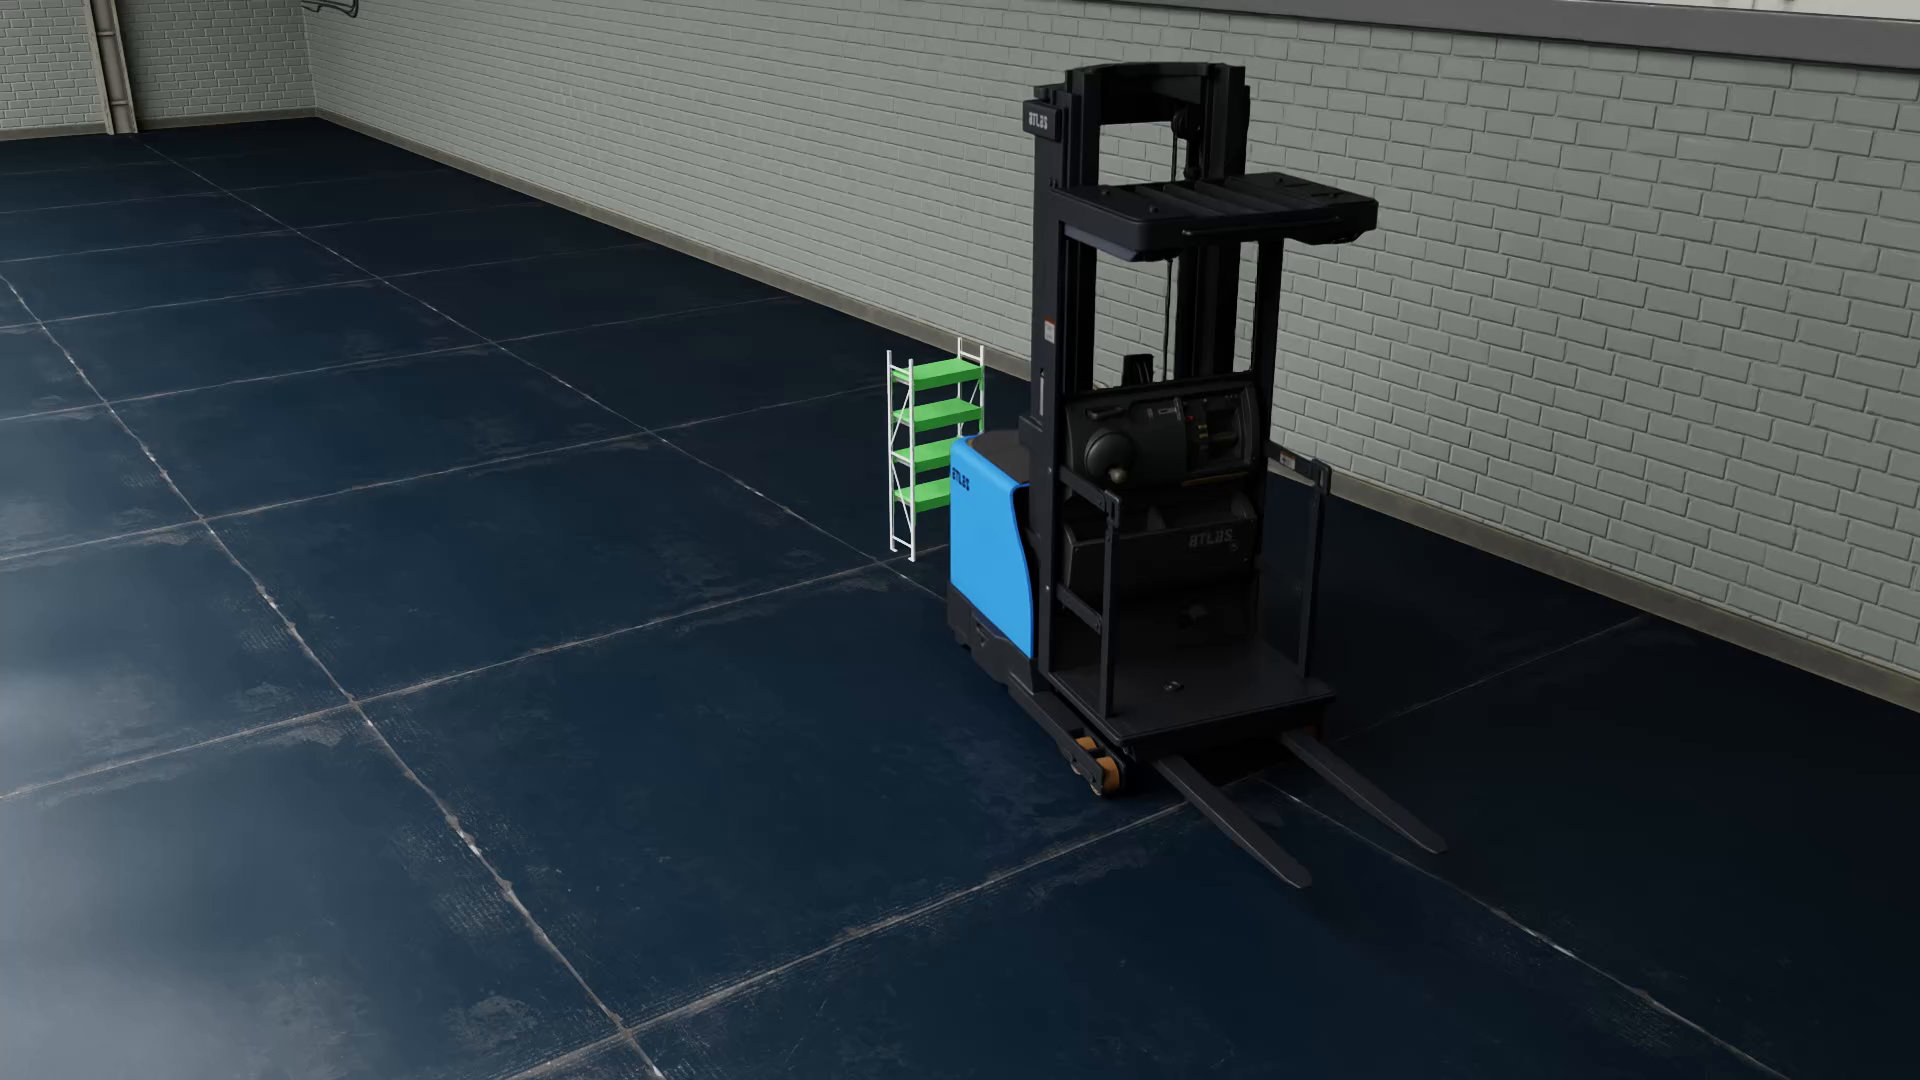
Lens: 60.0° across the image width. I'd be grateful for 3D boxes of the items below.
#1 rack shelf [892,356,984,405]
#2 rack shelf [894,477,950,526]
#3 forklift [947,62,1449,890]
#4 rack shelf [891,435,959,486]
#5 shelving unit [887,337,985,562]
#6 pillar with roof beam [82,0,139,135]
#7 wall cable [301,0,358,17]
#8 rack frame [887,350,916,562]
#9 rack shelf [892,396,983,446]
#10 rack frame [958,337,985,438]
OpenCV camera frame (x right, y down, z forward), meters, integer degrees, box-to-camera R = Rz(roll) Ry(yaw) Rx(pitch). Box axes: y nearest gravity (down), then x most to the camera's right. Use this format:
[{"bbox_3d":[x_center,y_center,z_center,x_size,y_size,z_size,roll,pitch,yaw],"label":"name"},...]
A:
[{"bbox_3d":[-0.134,-0.908,9.430,0.480,0.148,0.258,-15,26,-33],"label":"rack shelf"},{"bbox_3d":[-0.134,-0.239,9.697,0.480,0.148,0.258,-15,26,-33],"label":"rack shelf"},{"bbox_3d":[0.971,-0.442,7.049,1.130,2.935,3.031,-9,23,-21],"label":"forklift"},{"bbox_3d":[-0.134,-0.462,9.608,0.480,0.148,0.258,-15,26,-33],"label":"rack shelf"},{"bbox_3d":[-0.134,-0.521,9.584,0.503,1.200,0.258,-15,26,-33],"label":"shelving unit"},{"bbox_3d":[-10.399,-9.167,20.728,0.400,9.000,9.100,-15,26,-33],"label":"pillar with roof beam"},{"bbox_3d":[-9.750,-9.260,25.150,0.112,2.526,3.097,-15,26,-33],"label":"wall cable"},{"bbox_3d":[-0.332,-0.469,9.452,0.015,1.200,0.240,-15,26,-33],"label":"rack frame"},{"bbox_3d":[-0.134,-0.685,9.519,0.480,0.148,0.258,-15,26,-33],"label":"rack shelf"},{"bbox_3d":[0.064,-0.574,9.717,0.015,1.200,0.240,-15,26,-33],"label":"rack frame"}]
